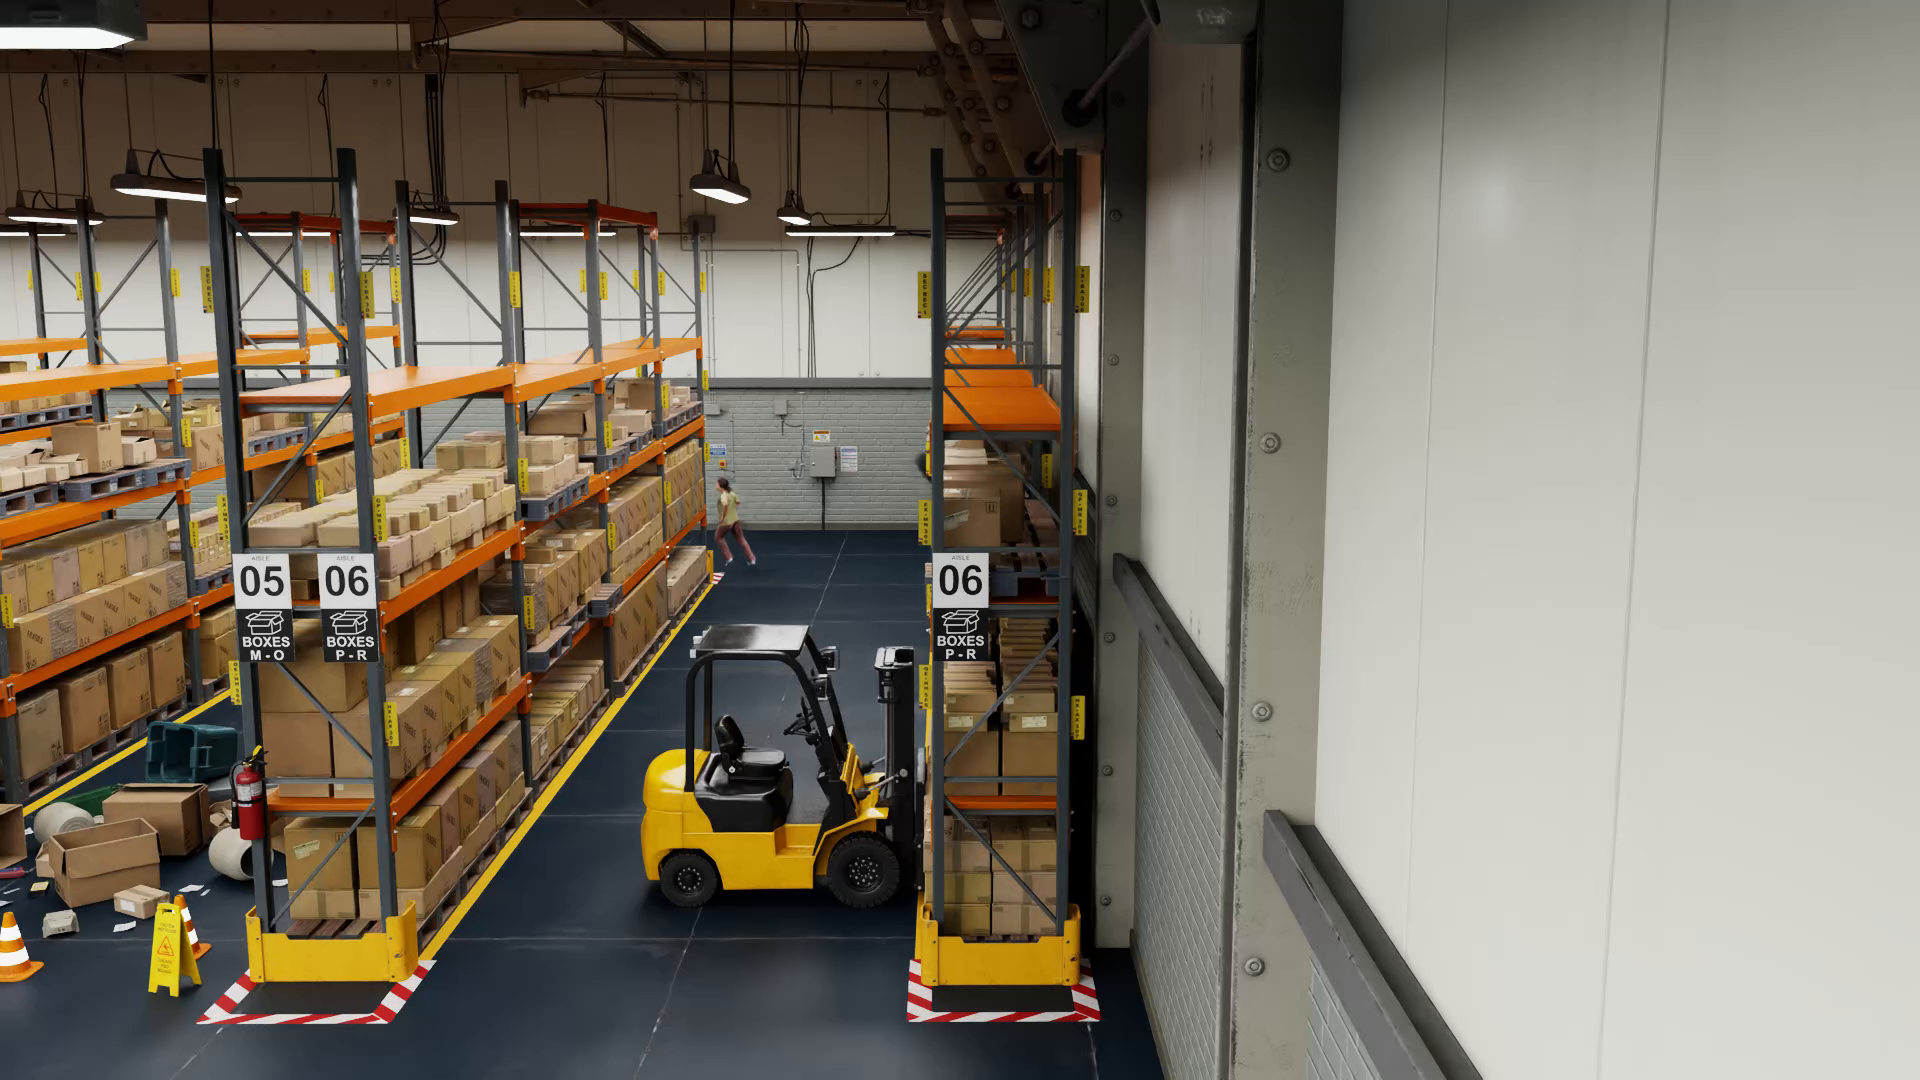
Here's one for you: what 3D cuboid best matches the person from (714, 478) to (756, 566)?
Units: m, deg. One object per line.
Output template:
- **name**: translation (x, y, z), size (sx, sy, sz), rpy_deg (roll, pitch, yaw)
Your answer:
- **person**: translation (-4.018, -0.275, 29.159), size (0.764, 1.649, 0.706), rpy_deg (6, 11, 35)
